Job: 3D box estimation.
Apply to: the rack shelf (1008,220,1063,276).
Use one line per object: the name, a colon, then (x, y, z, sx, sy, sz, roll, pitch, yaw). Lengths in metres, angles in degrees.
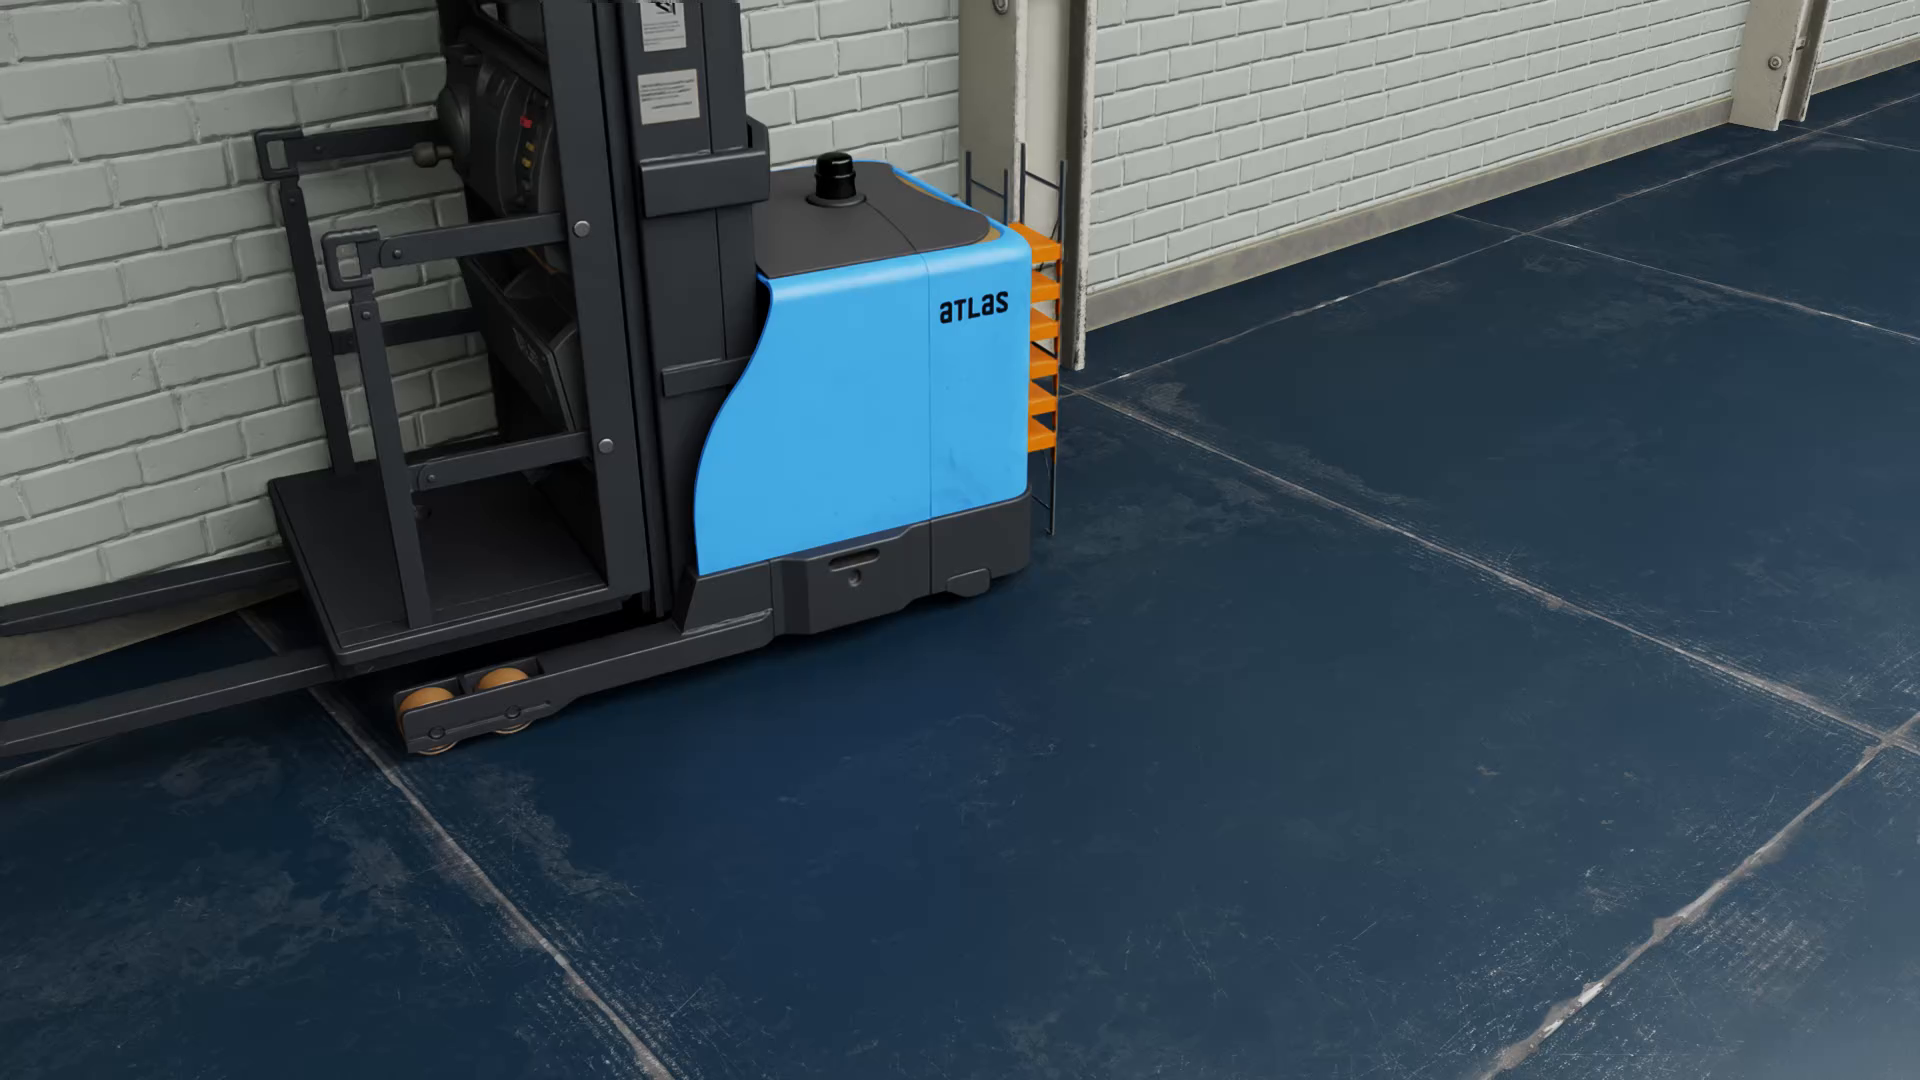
rack shelf: (0.158, -0.848, 4.893, 0.180, 0.103, 0.258, -14, 31, -25)

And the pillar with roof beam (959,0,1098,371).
pillar with roof beam: (3.036, -3.097, 1.497, 0.400, 9.000, 9.100, -22, 35, -35)

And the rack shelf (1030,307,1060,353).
rack shelf: (0.158, -0.636, 5.007, 0.180, 0.103, 0.258, -14, 31, -25)

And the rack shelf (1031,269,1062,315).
rack shelf: (0.158, -0.742, 4.950, 0.180, 0.103, 0.258, -14, 31, -25)

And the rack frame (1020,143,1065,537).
rack frame: (0.239, -0.590, 5.081, 0.006, 1.200, 0.240, -14, 31, -25)

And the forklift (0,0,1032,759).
forklift: (-1.333, -1.032, 4.072, 3.031, 2.935, 1.130, -14, 31, -25)

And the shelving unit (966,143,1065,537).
shelving unit: (0.158, -0.569, 5.042, 0.189, 1.200, 0.258, -14, 31, -25)

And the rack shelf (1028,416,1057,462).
rack shelf: (0.158, -0.318, 5.176, 0.180, 0.103, 0.258, -14, 31, -25)

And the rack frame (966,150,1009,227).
rack frame: (0.078, -0.549, 5.004, 0.006, 1.200, 0.240, -14, 31, -25)

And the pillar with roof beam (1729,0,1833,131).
pillar with roof beam: (7.600, -4.932, 4.931, 0.400, 9.000, 9.100, -22, 35, -35)

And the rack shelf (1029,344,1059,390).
rack shelf: (0.158, -0.530, 5.063, 0.180, 0.103, 0.258, -14, 31, -25)

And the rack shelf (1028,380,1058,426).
rack shelf: (0.158, -0.424, 5.120, 0.180, 0.103, 0.258, -14, 31, -25)
